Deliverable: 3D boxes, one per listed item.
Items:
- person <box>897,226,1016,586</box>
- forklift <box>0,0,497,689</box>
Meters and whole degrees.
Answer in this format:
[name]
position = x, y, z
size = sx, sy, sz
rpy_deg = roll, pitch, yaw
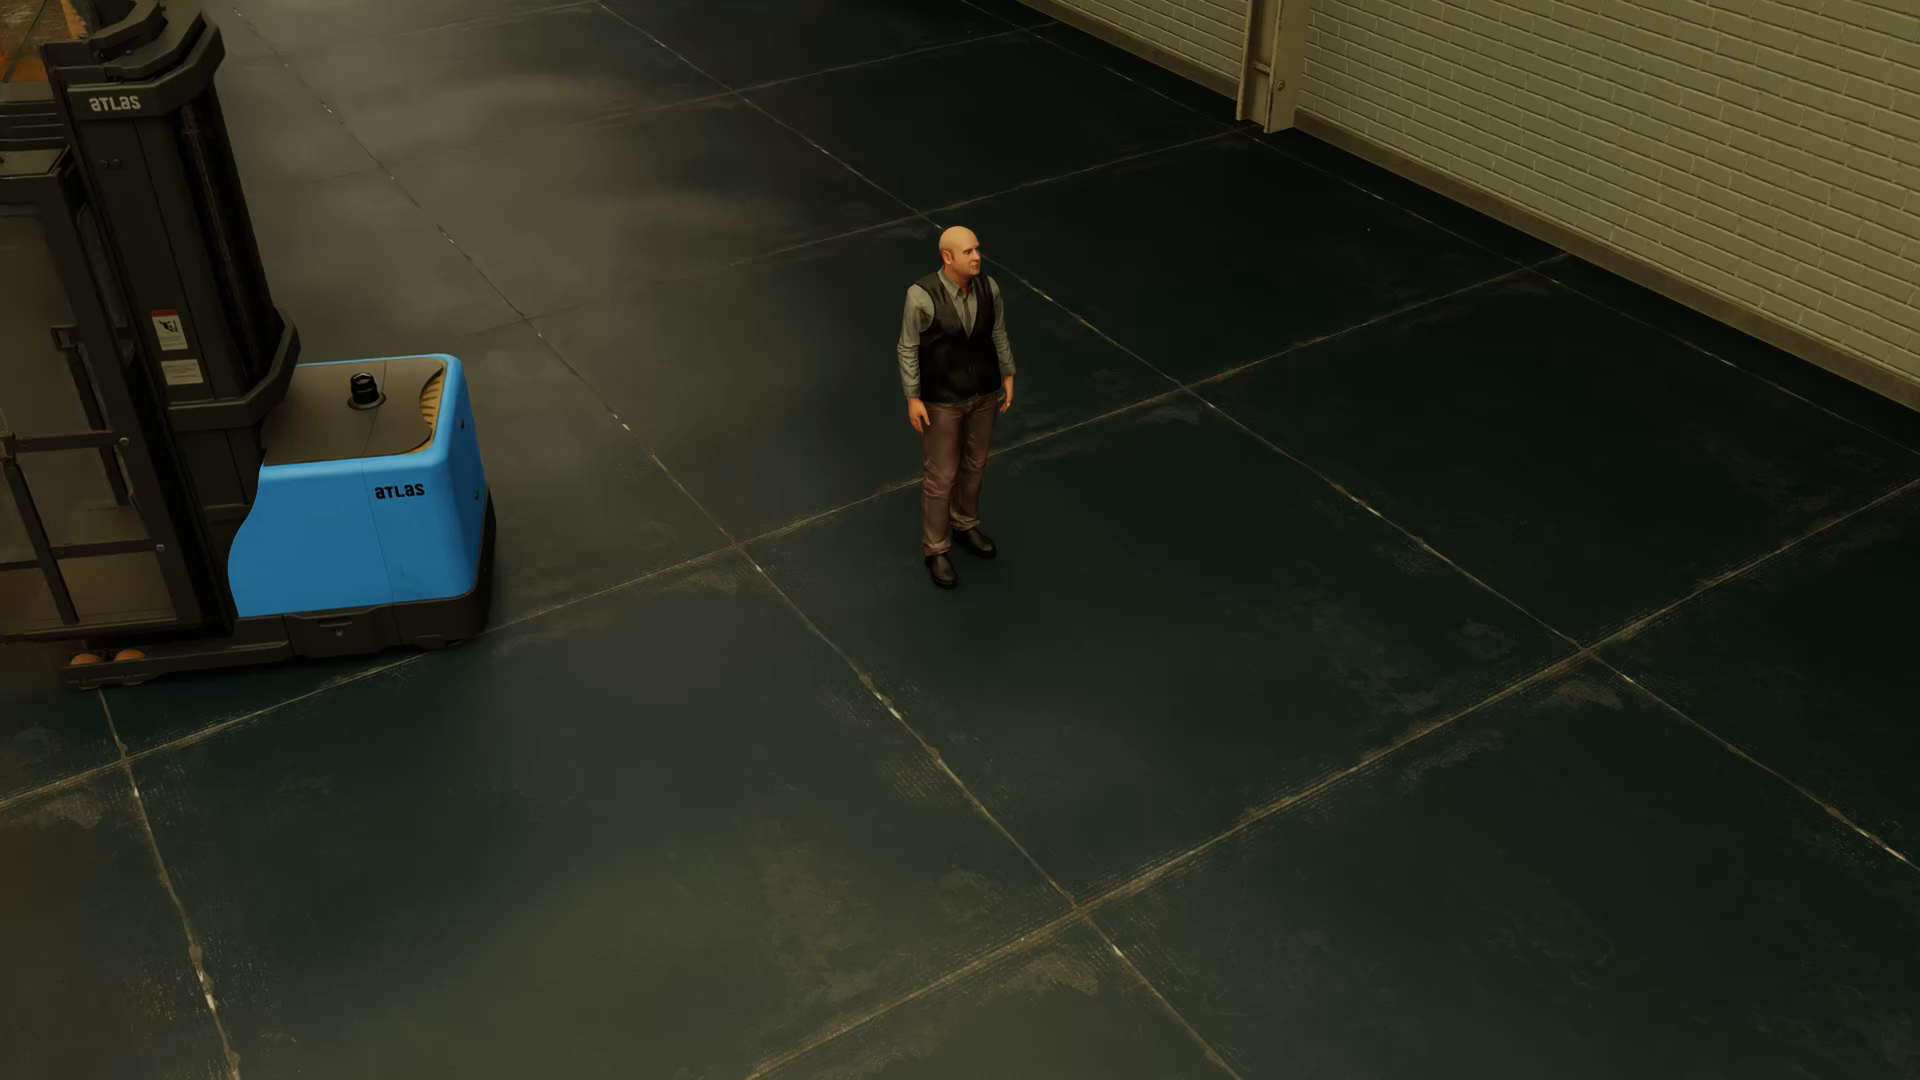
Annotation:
[person]
position = 0.028, -0.678, 8.151
size = 0.634, 1.722, 0.566
rpy_deg = -21, 40, -27
[forklift]
position = -3.845, -0.834, 7.335
size = 3.031, 2.935, 1.130
rpy_deg = -5, 35, -8
